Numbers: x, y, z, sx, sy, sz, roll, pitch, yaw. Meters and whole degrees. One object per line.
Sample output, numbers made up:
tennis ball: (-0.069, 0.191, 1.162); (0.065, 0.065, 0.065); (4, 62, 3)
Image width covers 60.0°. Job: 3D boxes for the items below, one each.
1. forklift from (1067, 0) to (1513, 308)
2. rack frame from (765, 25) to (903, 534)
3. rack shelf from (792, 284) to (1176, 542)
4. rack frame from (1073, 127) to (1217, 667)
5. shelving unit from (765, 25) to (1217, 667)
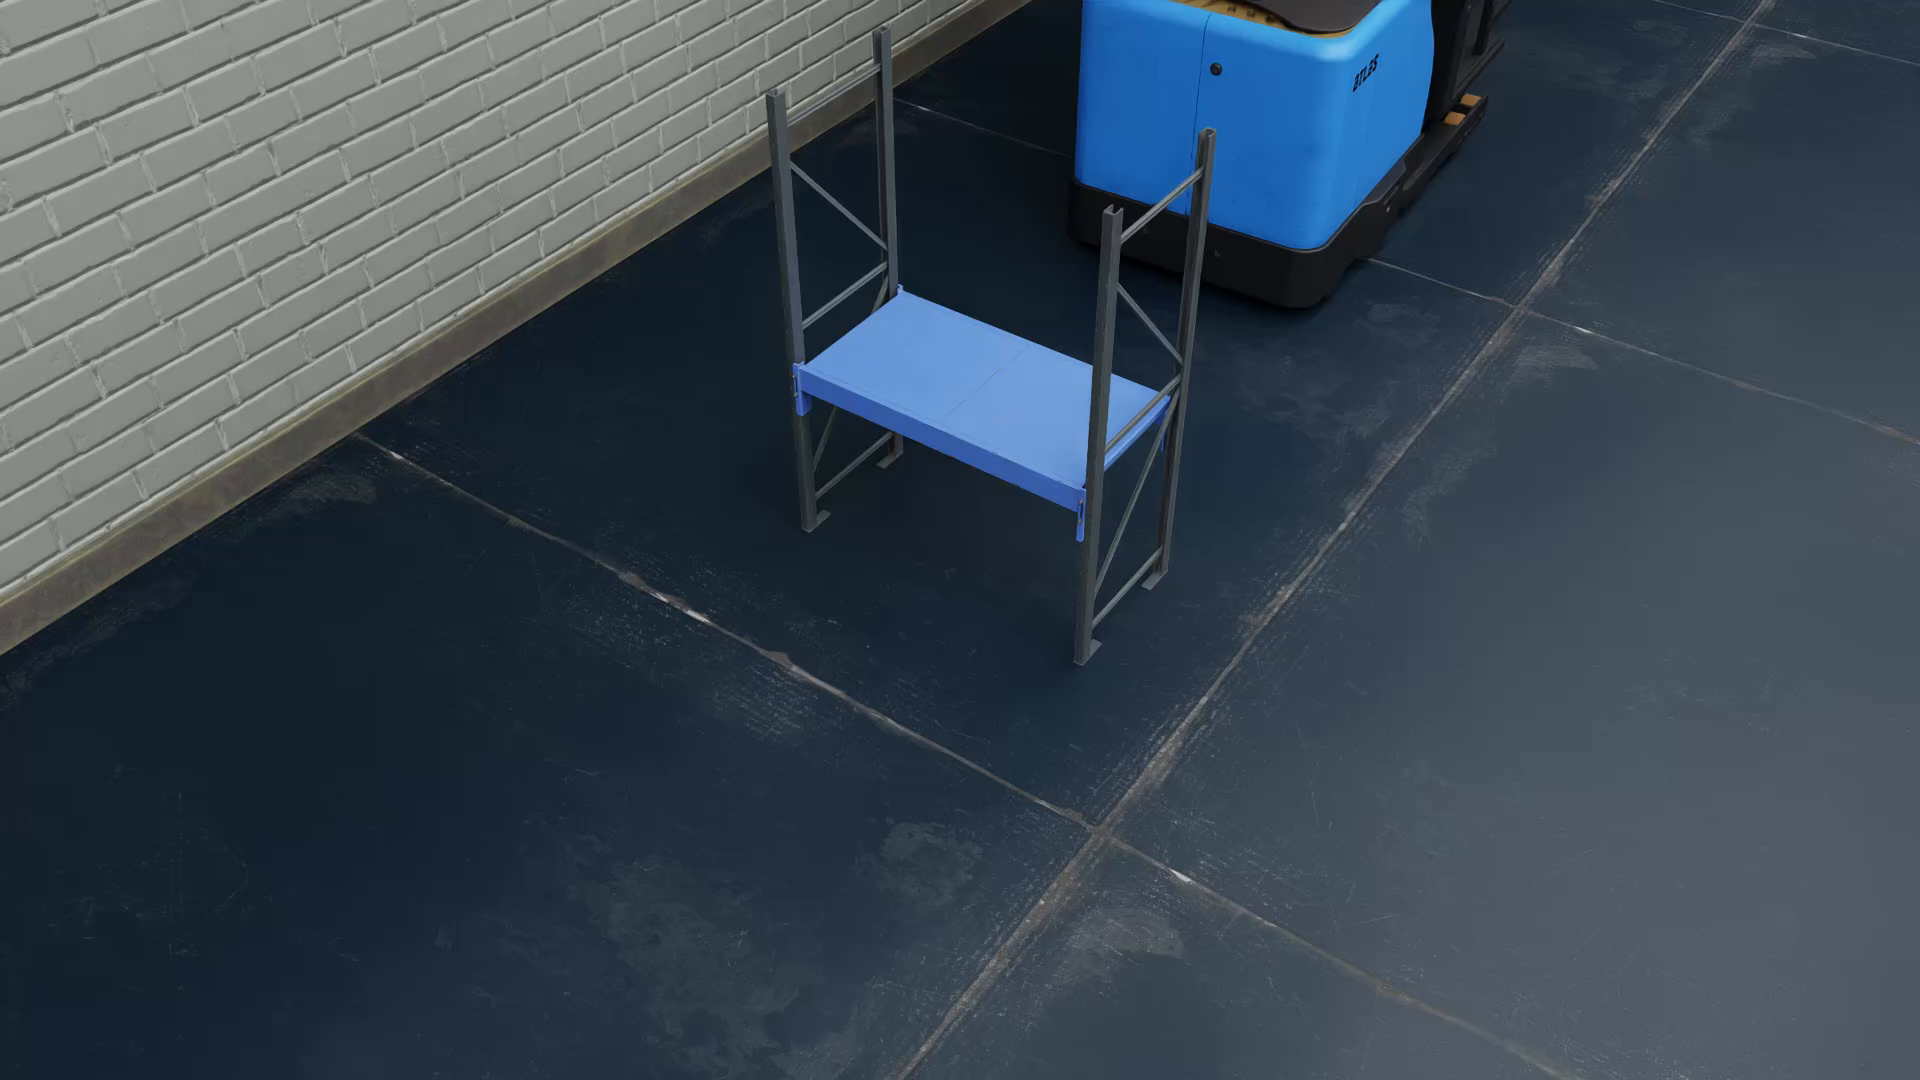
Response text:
forklift: (1.629, -2.901, 6.294); (1.130, 2.935, 3.031); (23, 47, 23)
rack frame: (-0.346, -0.721, 4.931); (0.032, 1.500, 0.500); (25, 48, 25)
rack shelf: (0.070, -0.392, 4.833); (1.000, 0.185, 0.538); (25, 48, 25)
rack frame: (0.486, -0.332, 4.496); (0.032, 1.500, 0.500); (25, 48, 25)
shelving unit: (0.070, -0.526, 4.713); (1.048, 1.500, 0.538); (25, 48, 25)
